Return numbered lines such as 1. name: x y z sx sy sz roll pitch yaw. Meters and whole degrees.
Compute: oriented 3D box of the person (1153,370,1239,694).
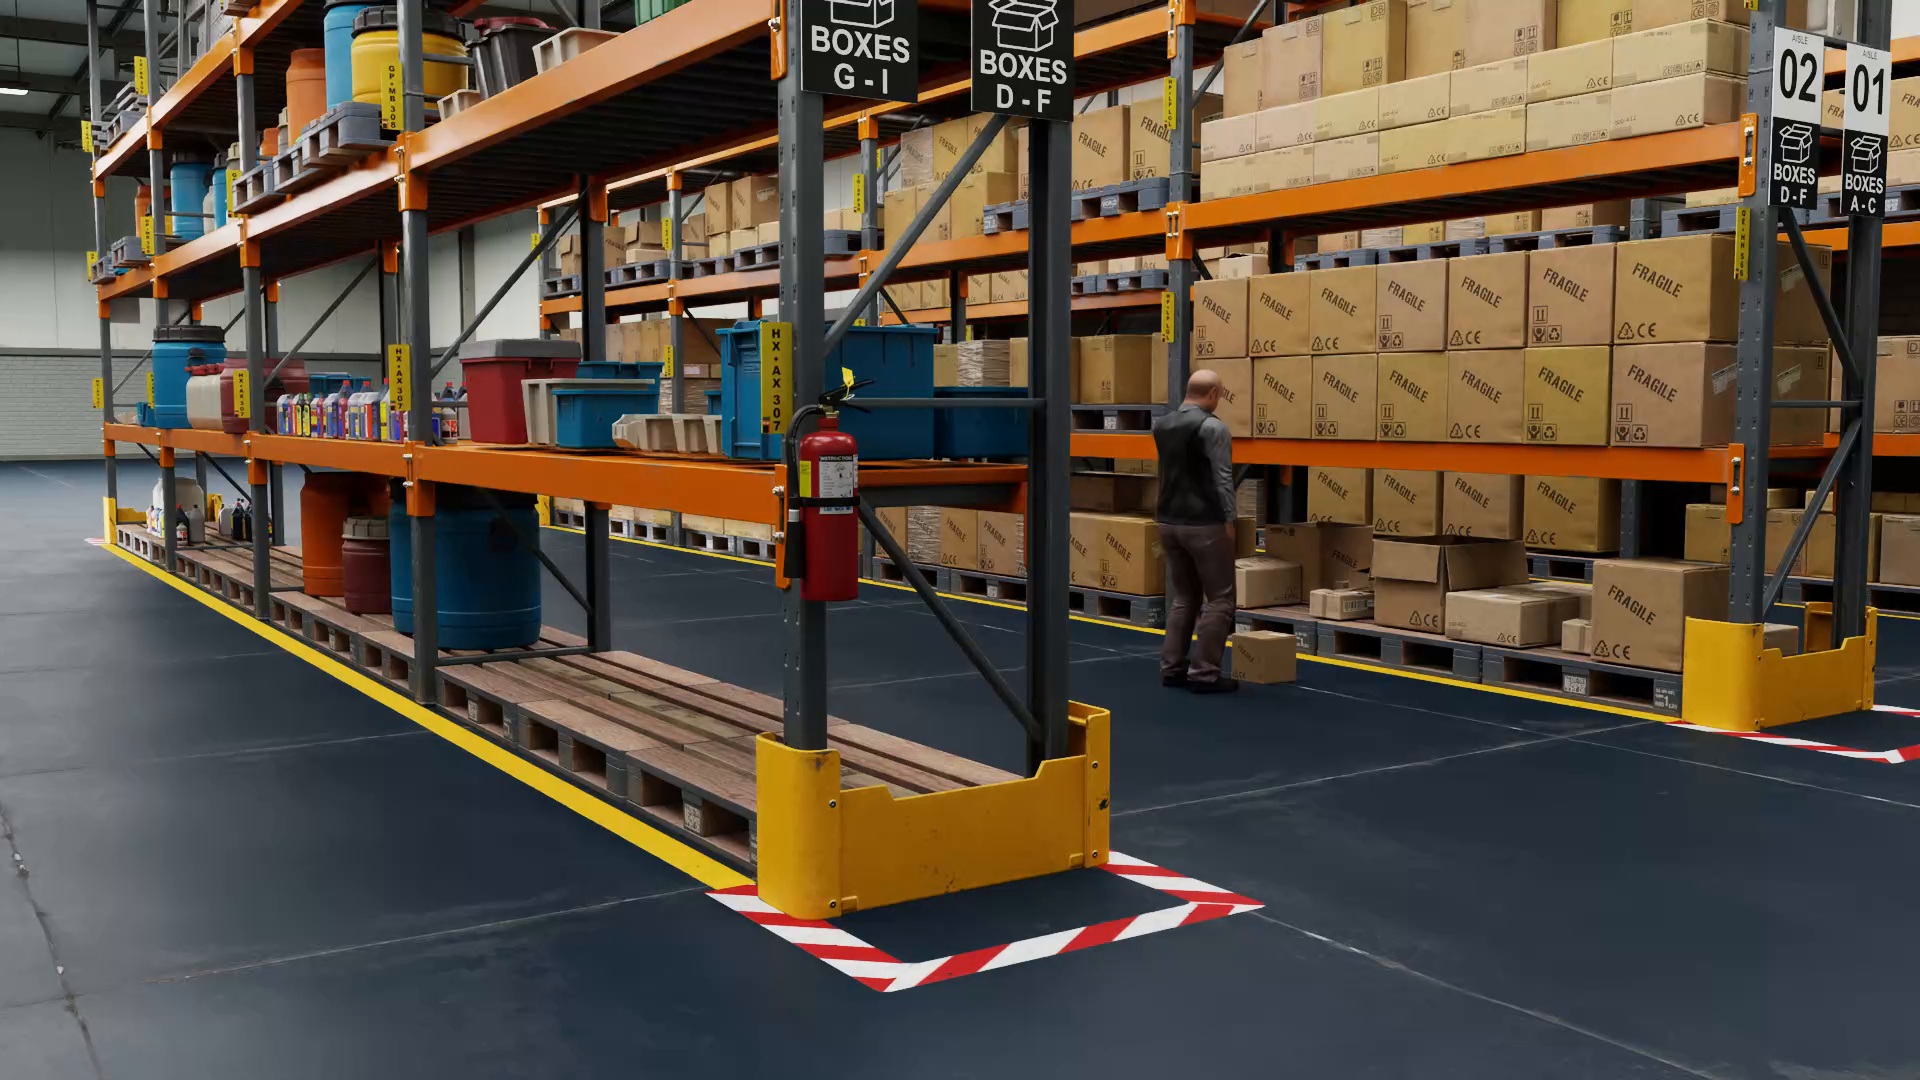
1. person: 1.242 -0.053 8.823 0.378 1.697 0.546 -3 5 -32
